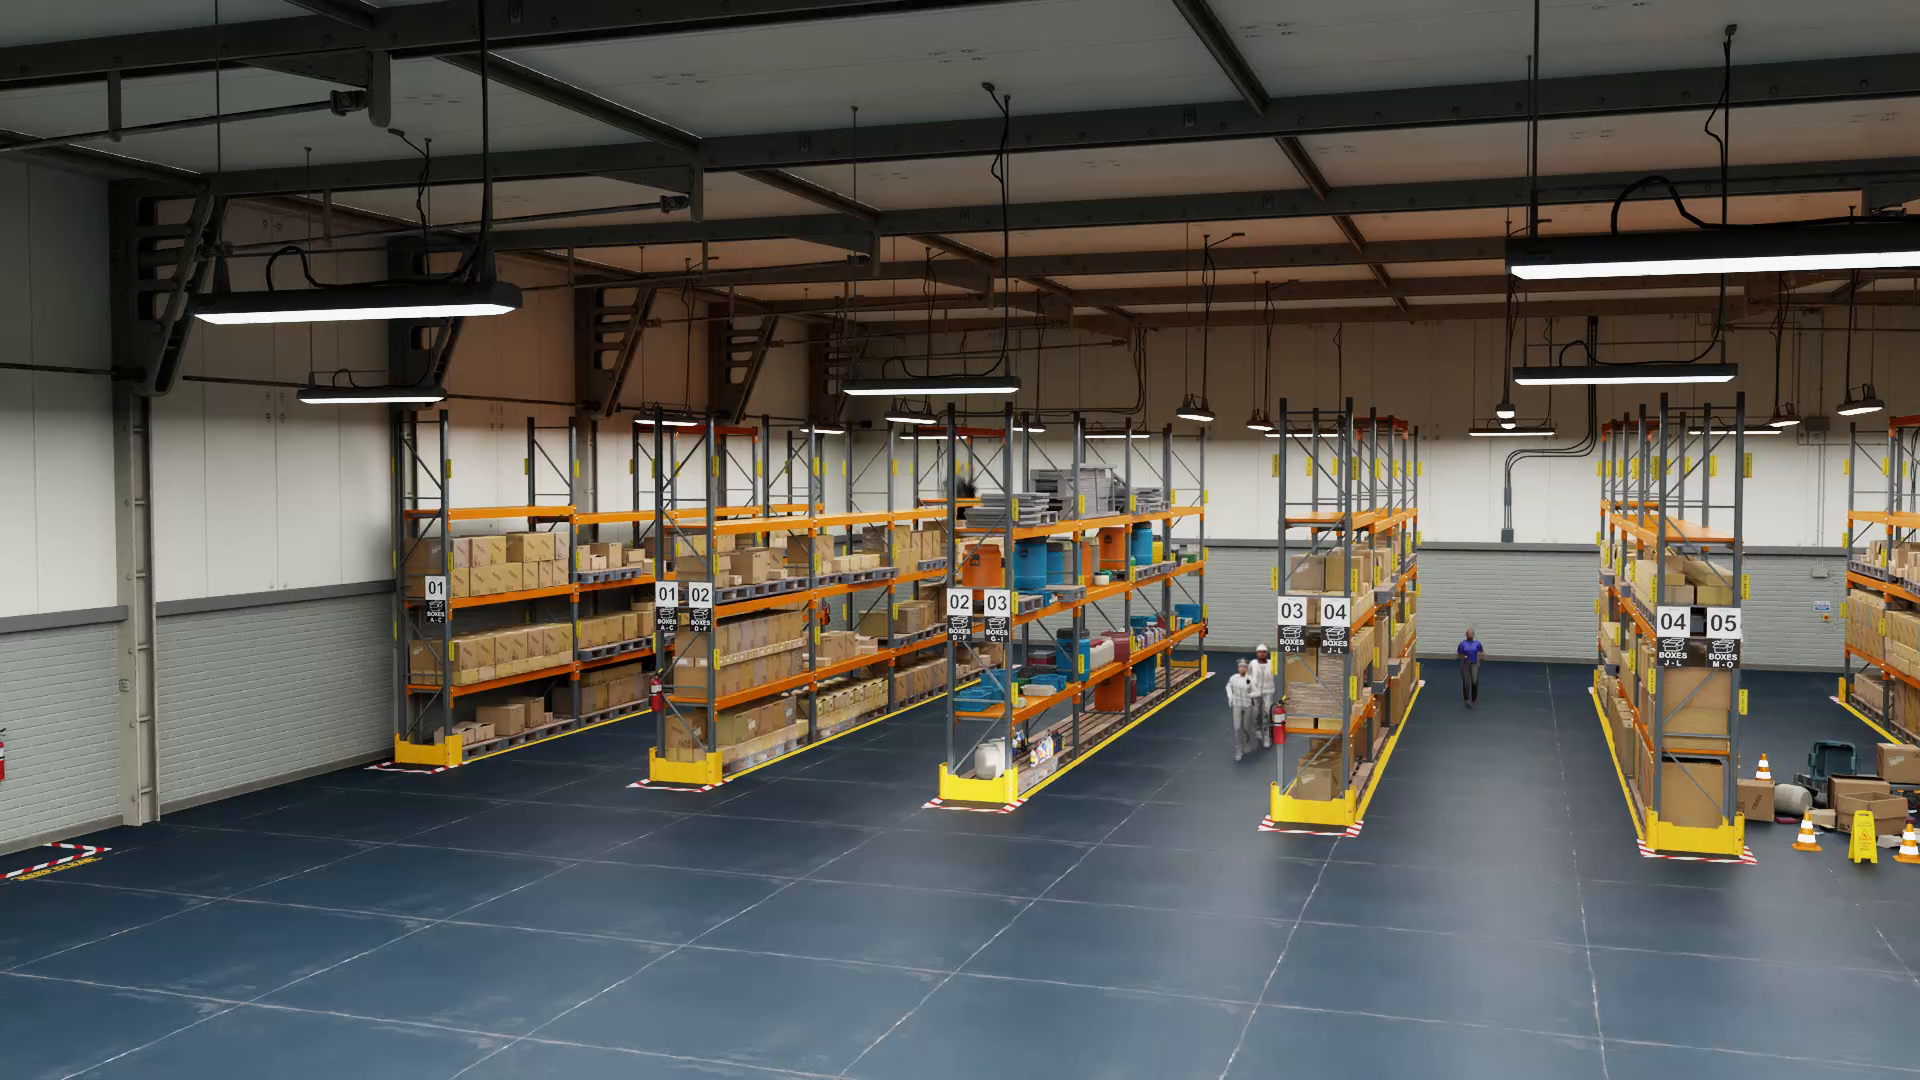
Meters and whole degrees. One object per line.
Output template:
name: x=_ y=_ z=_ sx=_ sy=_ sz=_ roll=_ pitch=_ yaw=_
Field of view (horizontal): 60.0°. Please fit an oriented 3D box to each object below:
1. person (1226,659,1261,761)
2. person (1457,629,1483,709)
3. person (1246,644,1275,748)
person: x=4.906 y=2.910 z=28.837 sx=0.607 sy=1.719 sz=0.798 roll=1 pitch=3 yaw=15
person: x=10.684 y=2.701 z=34.838 sx=0.531 sy=1.695 sz=0.738 roll=1 pitch=3 yaw=17
person: x=5.489 y=2.814 z=30.167 sx=0.662 sy=1.845 sz=0.790 roll=1 pitch=3 yaw=14
